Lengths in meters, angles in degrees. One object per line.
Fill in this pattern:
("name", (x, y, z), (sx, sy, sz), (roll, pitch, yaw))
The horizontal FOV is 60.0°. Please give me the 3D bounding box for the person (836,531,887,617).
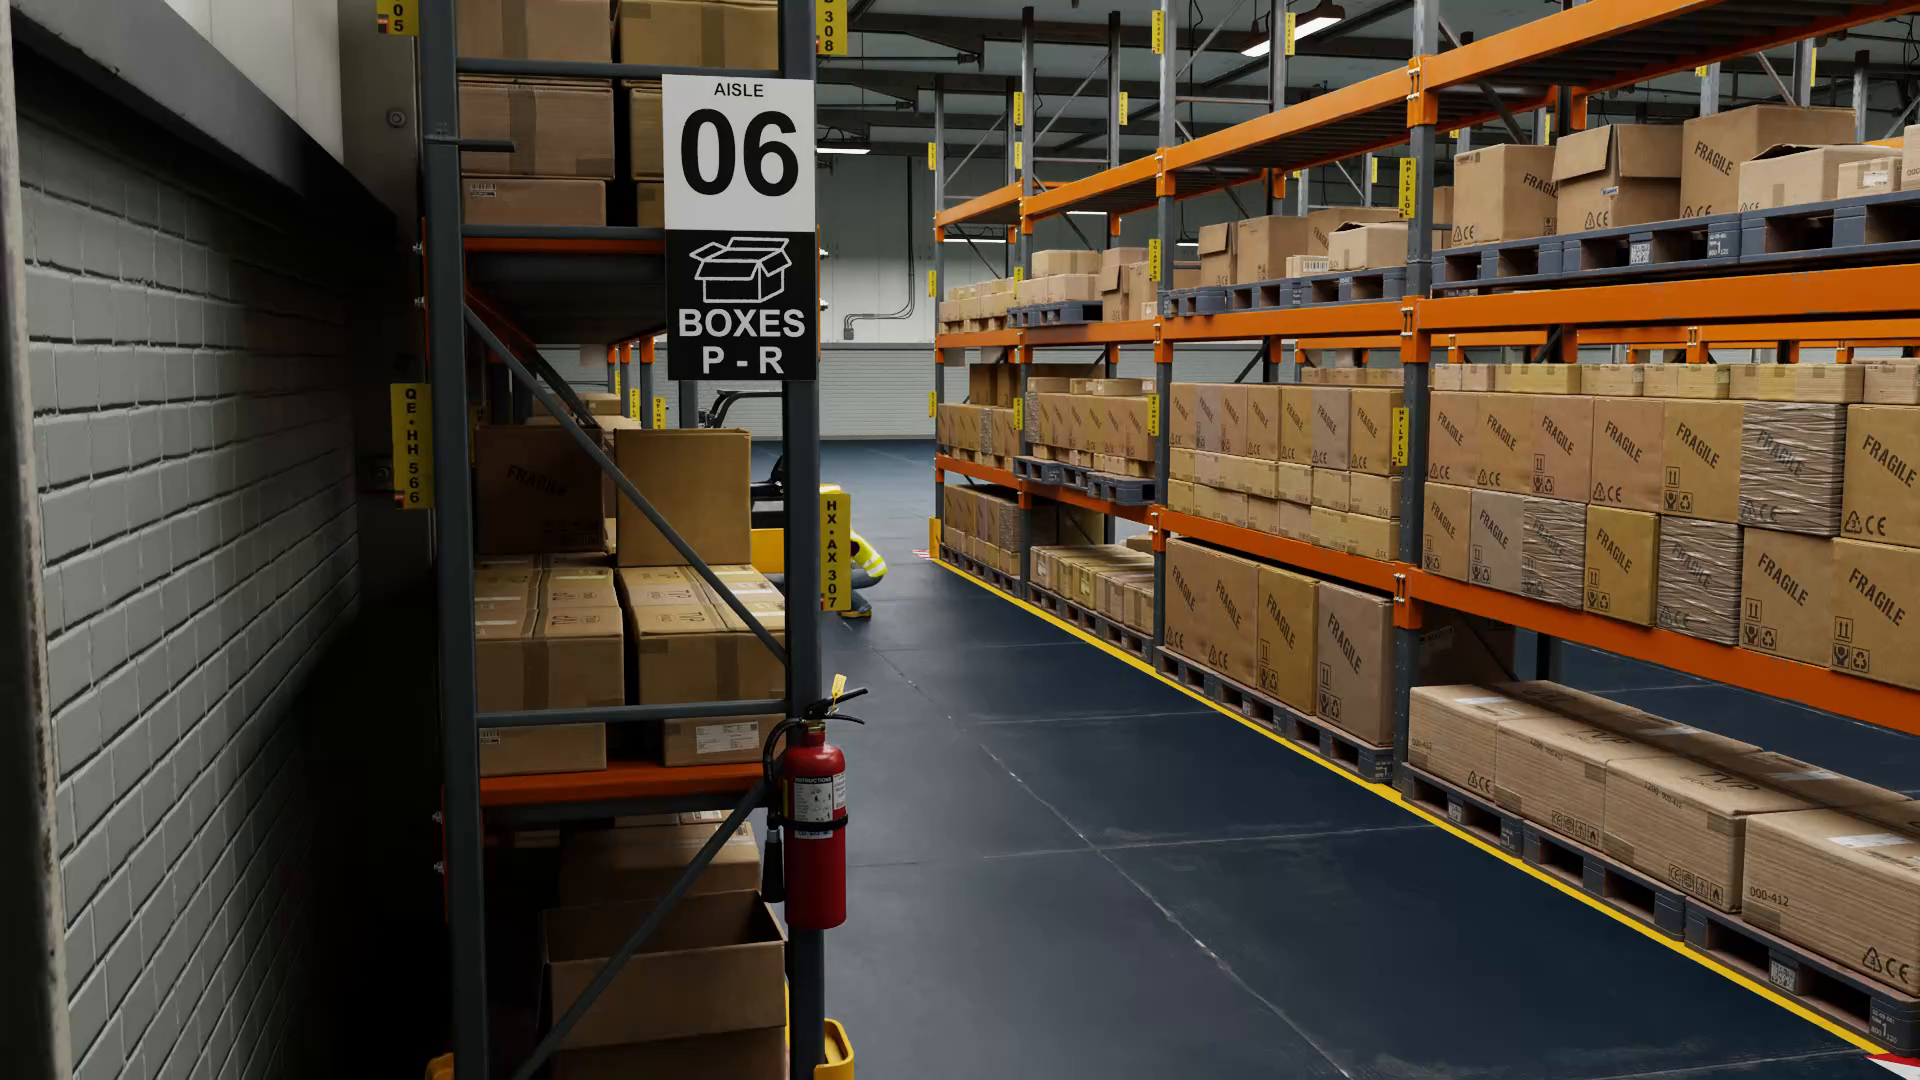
("person", (-1.163, 0.254, 16.139), (0.874, 0.996, 0.588), (-1, 6, -14))
